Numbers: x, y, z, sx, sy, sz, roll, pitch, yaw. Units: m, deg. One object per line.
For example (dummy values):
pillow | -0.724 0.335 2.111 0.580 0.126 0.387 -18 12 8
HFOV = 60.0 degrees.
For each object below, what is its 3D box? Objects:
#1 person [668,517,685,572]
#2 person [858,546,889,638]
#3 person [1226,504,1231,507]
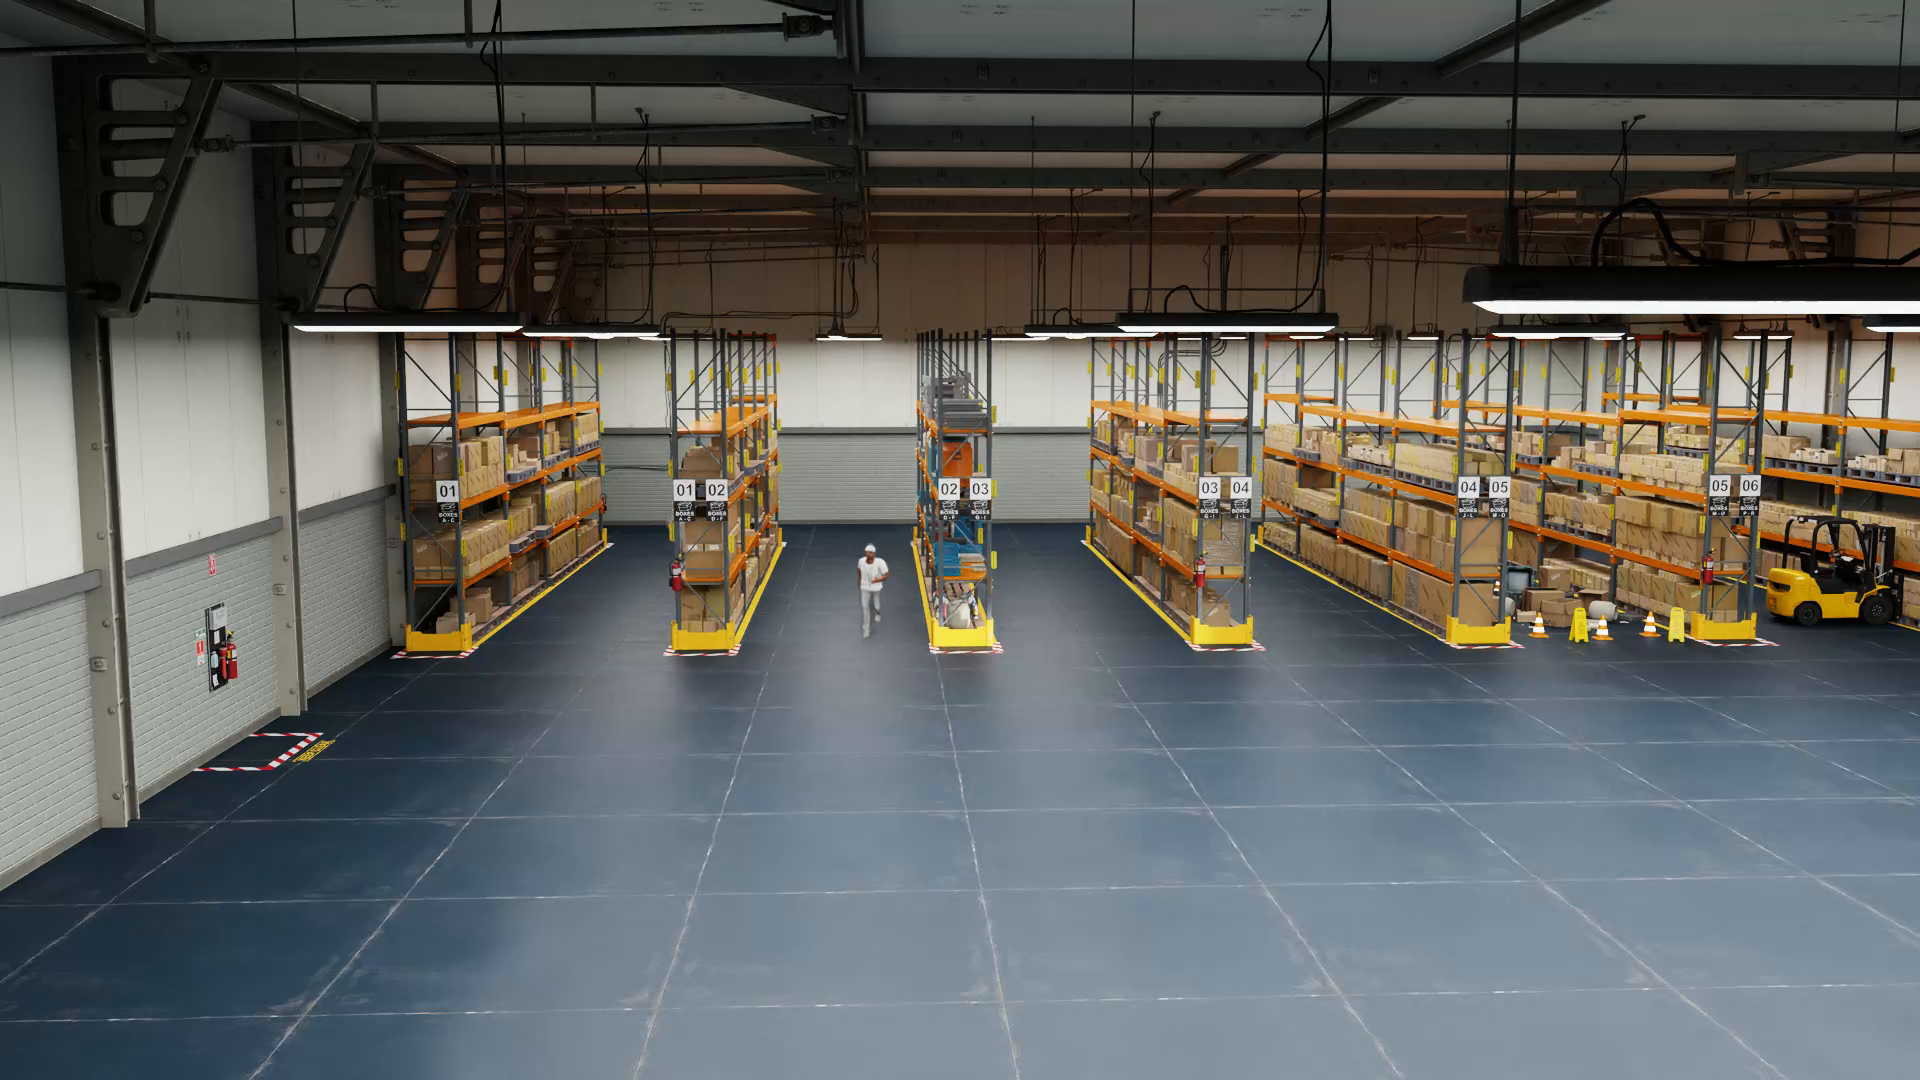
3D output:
person | -7.091 -0.042 42.059 0.597 1.637 0.783 -1 7 -8
person | -1.721 0.985 32.920 0.655 1.787 1.137 1 7 5
person | 7.090 -0.509 45.353 0.630 1.843 0.736 -1 7 -6
